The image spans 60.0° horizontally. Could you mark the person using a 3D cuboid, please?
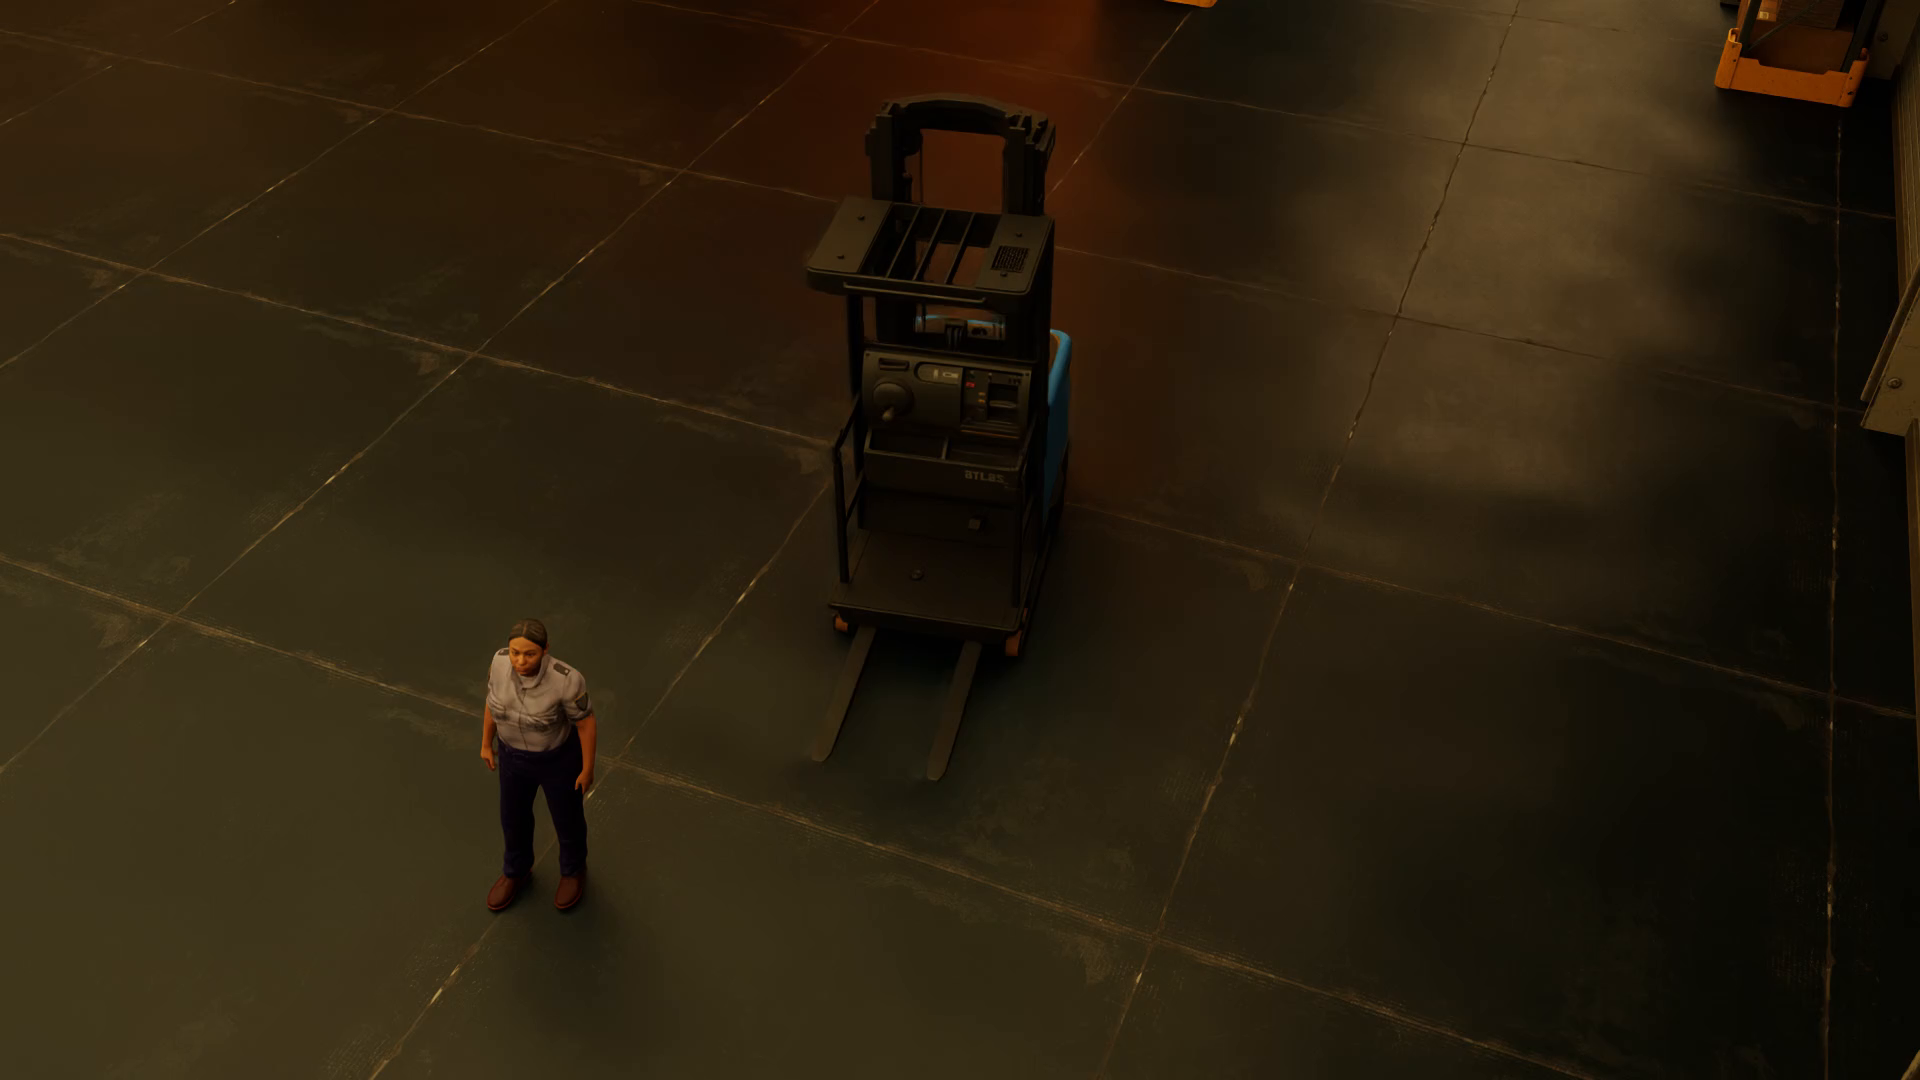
[{"bbox_3d":[-1.988,1.071,7.718,0.590,1.653,0.495,10,41,12],"label":"person"}]

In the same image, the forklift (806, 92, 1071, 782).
[{"bbox_3d":[-0.118,-0.719,8.865,1.130,2.935,3.031,8,41,9],"label":"forklift"}]
